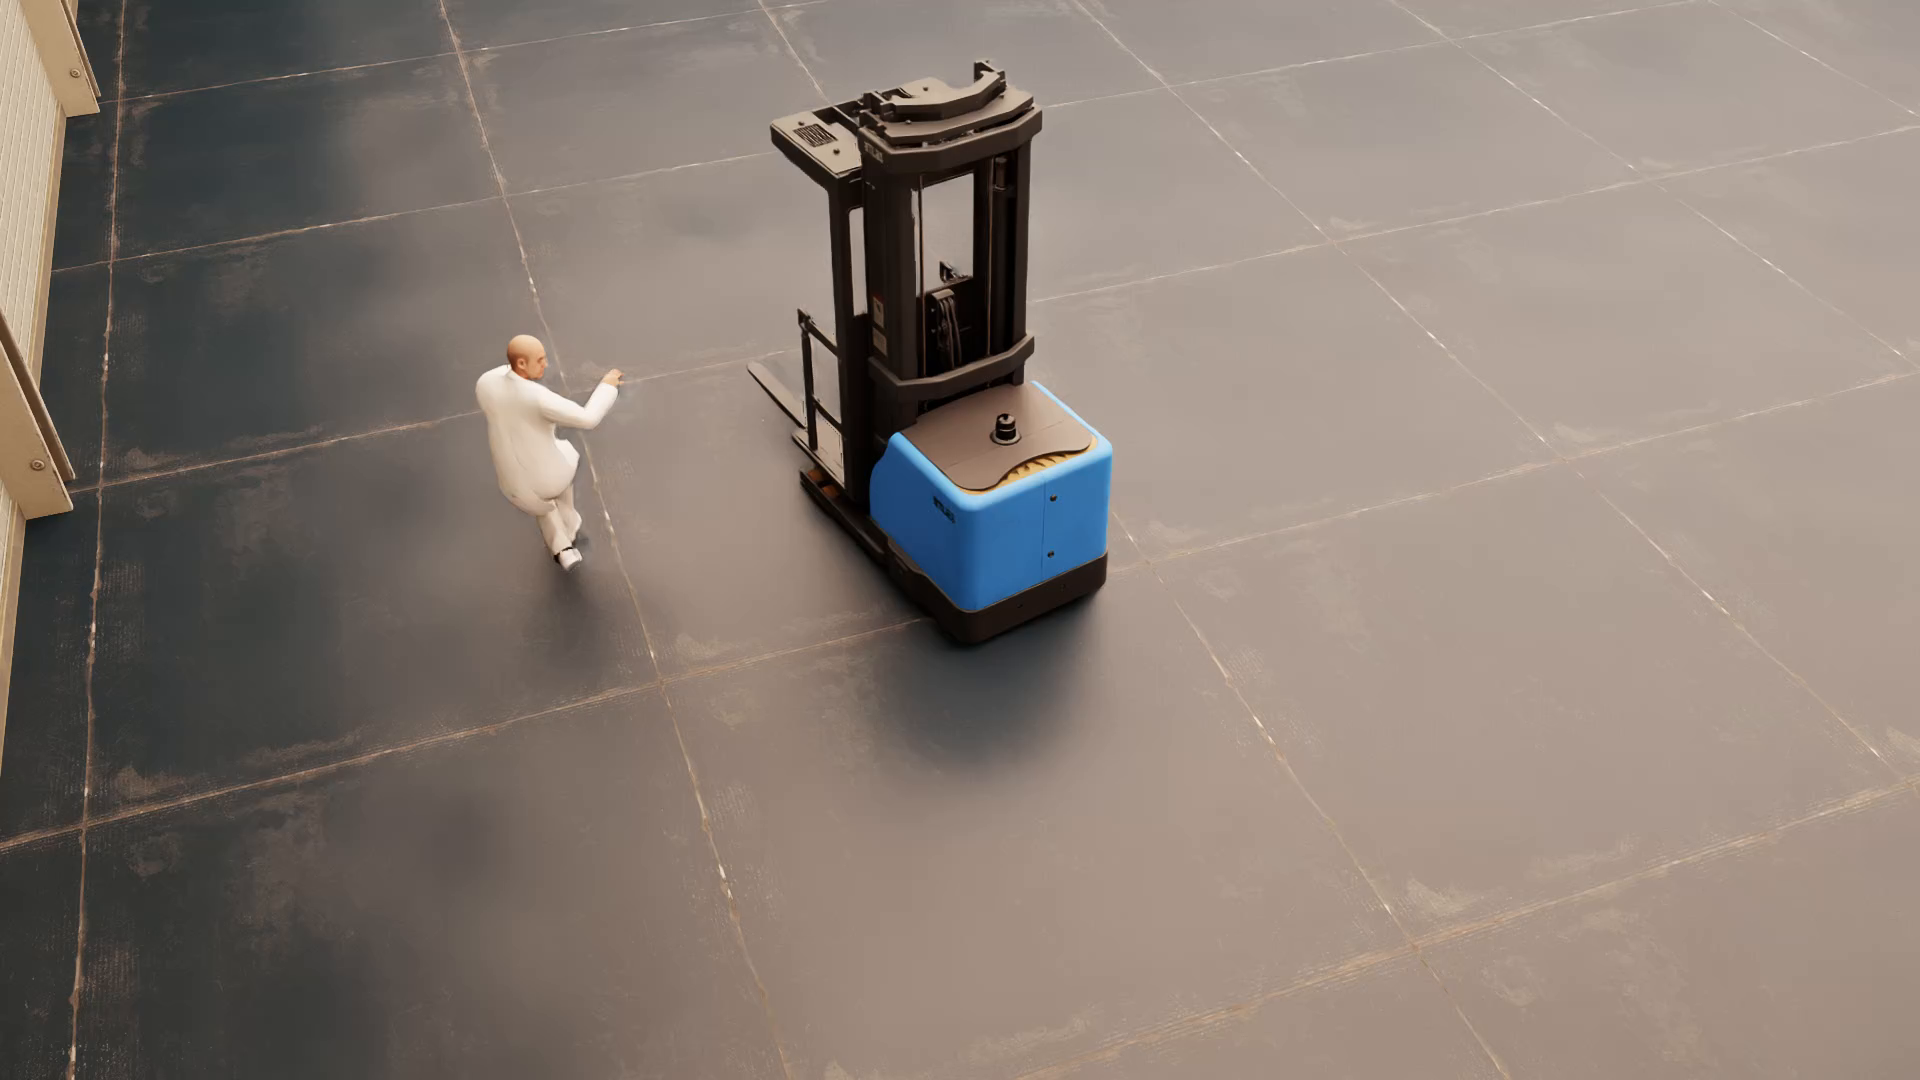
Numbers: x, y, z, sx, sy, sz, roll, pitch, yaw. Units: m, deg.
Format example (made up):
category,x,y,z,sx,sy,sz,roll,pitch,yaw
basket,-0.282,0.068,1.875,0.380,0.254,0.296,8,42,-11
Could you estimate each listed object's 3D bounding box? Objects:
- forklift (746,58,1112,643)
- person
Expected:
category,x,y,z,sx,sy,sz,roll,pitch,yaw
forklift,-0.357,-1.453,9.727,1.130,2.935,3.031,-23,45,-25
person,-2.353,-0.605,9.818,0.854,1.517,1.166,-1,40,-1
